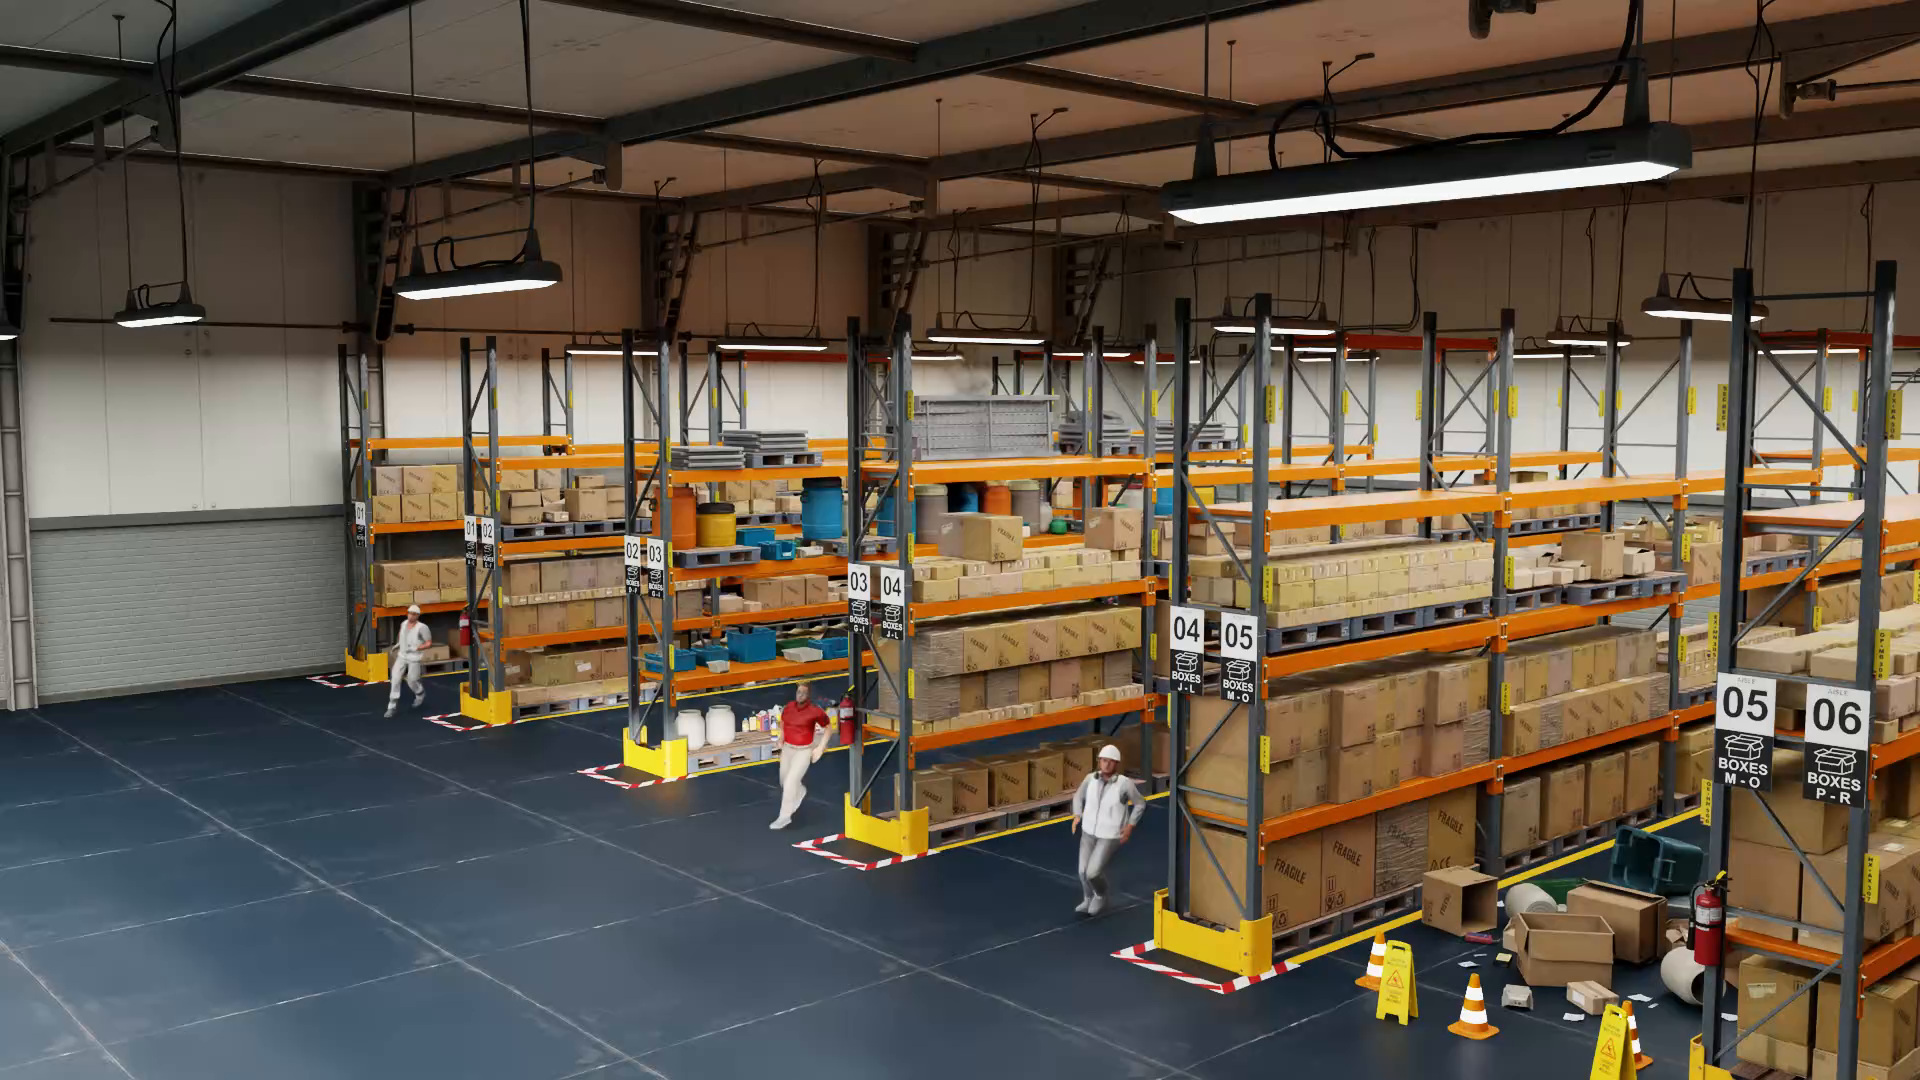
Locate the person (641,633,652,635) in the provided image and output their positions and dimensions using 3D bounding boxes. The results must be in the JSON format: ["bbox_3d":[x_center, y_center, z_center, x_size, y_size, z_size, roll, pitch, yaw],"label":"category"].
[{"bbox_3d":[-5.659,1.673,30.014,0.572,1.683,0.697,5,7,44],"label":"person"}]

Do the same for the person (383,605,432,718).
[{"bbox_3d":[-8.742,1.902,26.534,0.701,1.760,0.966,1,5,13],"label":"person"}]

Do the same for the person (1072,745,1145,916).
[{"bbox_3d":[1.393,2.853,16.233,0.712,1.720,0.584,3,6,33],"label":"person"}]

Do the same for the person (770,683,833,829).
[{"bbox_3d":[-1.886,2.544,19.880,0.750,1.707,0.847,3,6,29],"label":"person"}]
